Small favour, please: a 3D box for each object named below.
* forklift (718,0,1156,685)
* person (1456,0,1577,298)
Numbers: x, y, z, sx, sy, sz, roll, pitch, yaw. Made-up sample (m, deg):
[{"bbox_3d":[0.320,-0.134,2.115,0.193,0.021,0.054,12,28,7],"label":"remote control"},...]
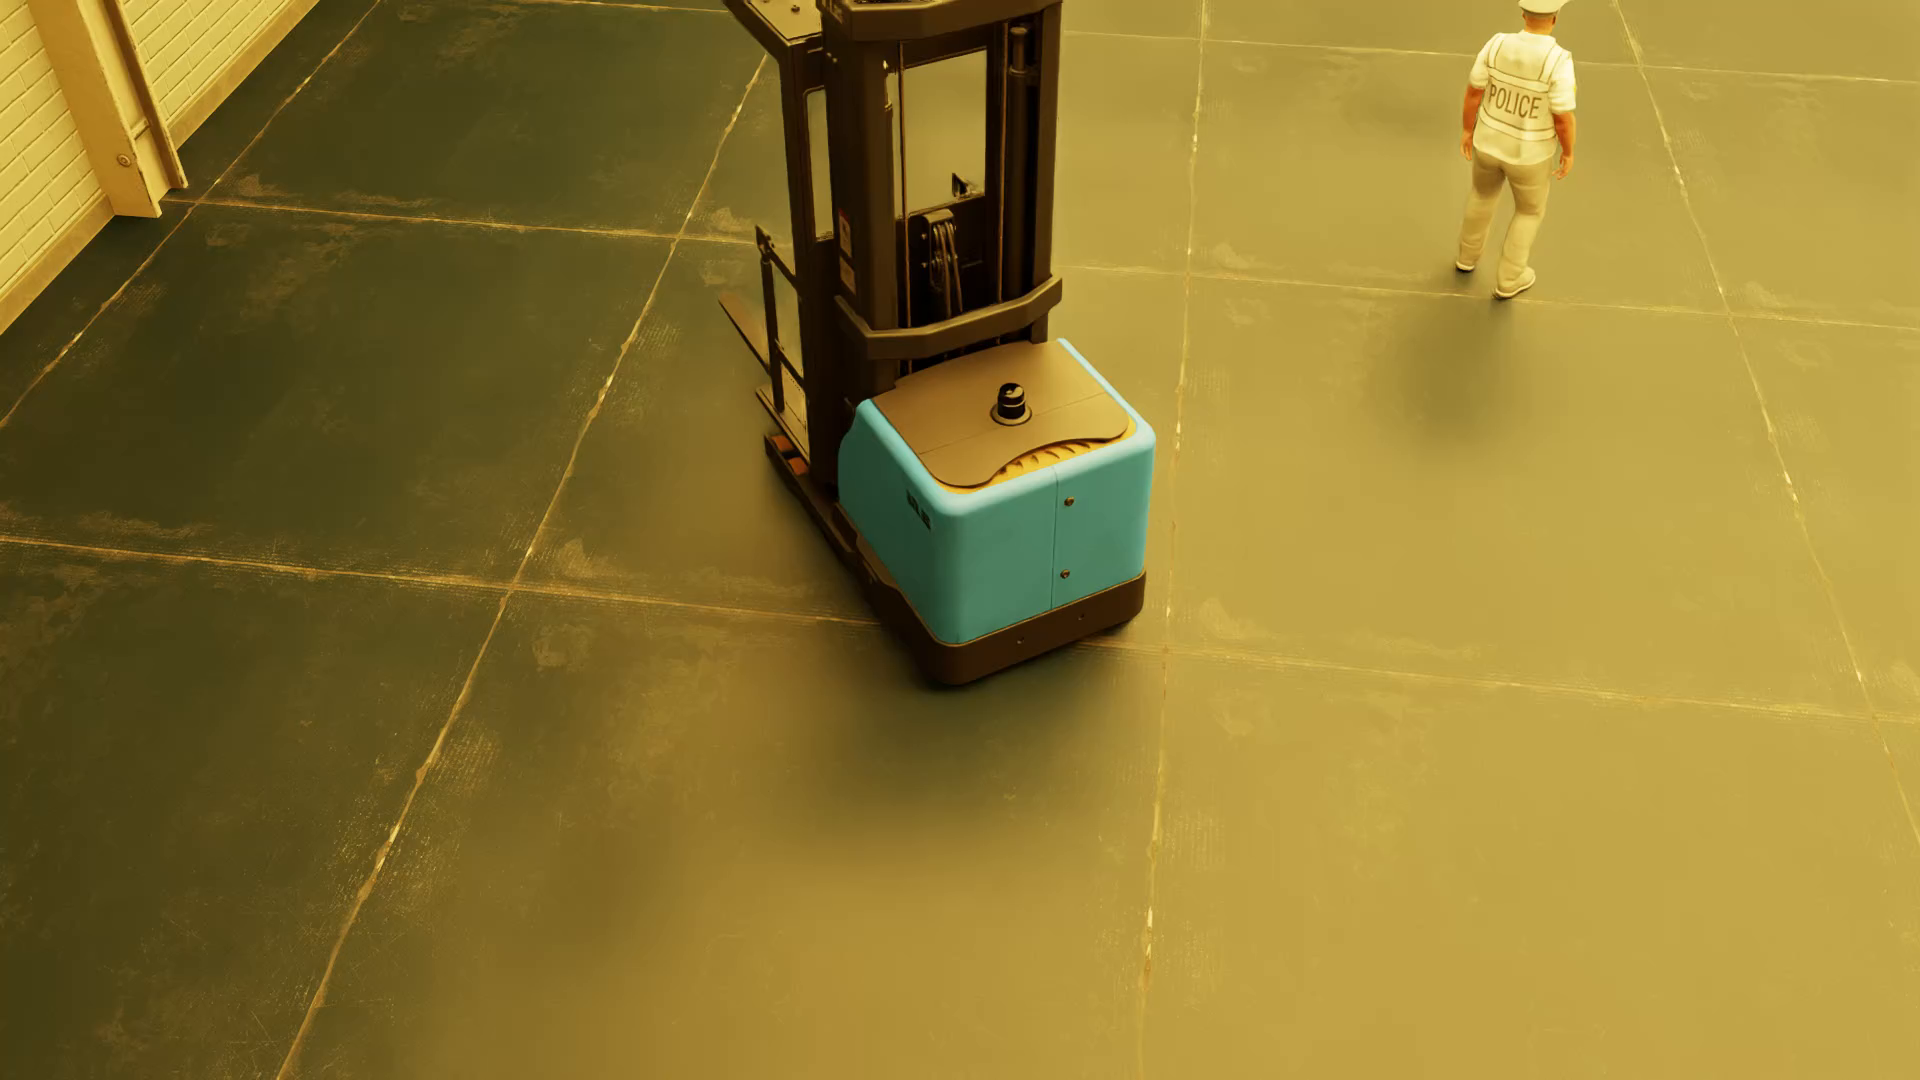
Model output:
[{"bbox_3d":[-0.313,-1.452,7.305,1.130,2.935,3.031,-20,46,-20],"label":"forklift"},{"bbox_3d":[3.017,-2.148,8.944,0.620,1.801,0.511,32,51,30],"label":"person"}]
